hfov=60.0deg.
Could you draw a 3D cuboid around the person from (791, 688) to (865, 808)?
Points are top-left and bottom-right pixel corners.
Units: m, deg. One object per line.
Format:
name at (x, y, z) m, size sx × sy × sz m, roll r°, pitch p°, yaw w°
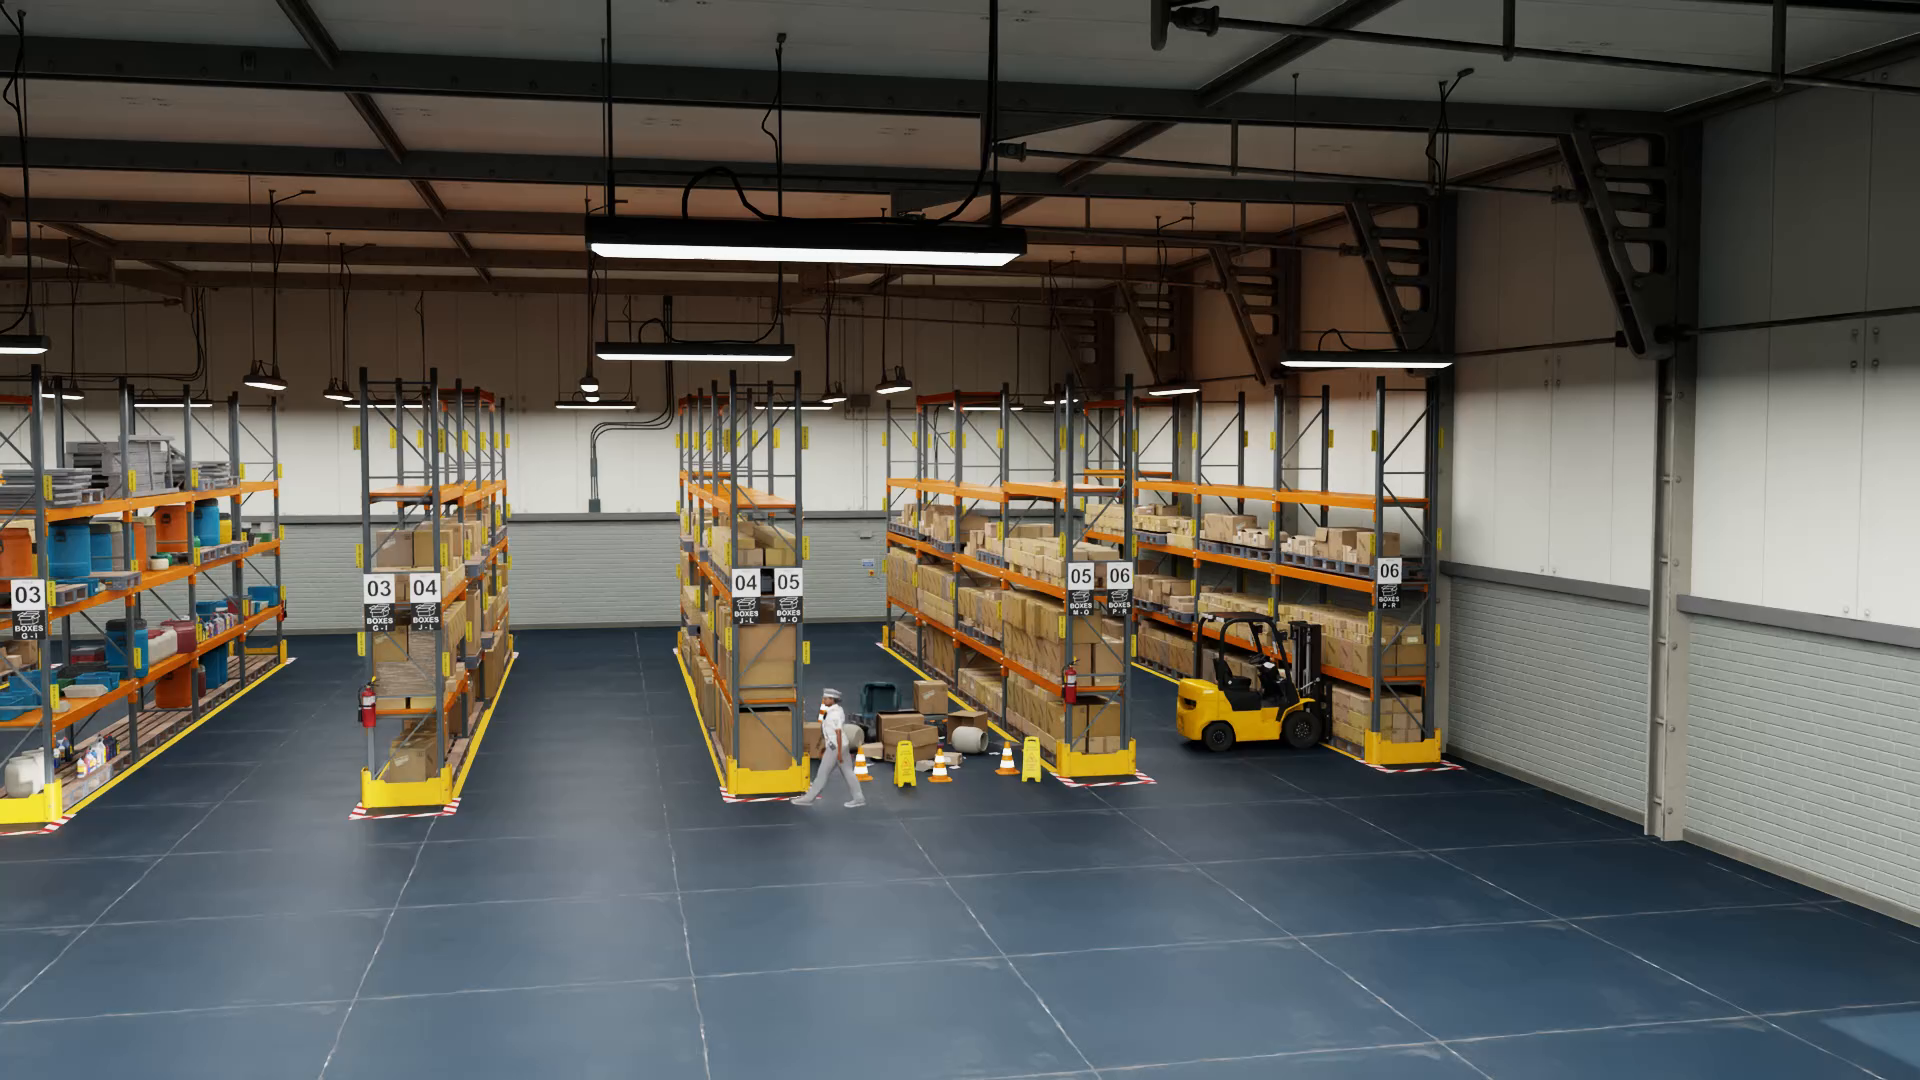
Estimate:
person at (-1.778, 2.820, 22.586) m, size 0.976 × 1.627 × 0.478 m, roll 0°, pitch 3°, yaw 8°
